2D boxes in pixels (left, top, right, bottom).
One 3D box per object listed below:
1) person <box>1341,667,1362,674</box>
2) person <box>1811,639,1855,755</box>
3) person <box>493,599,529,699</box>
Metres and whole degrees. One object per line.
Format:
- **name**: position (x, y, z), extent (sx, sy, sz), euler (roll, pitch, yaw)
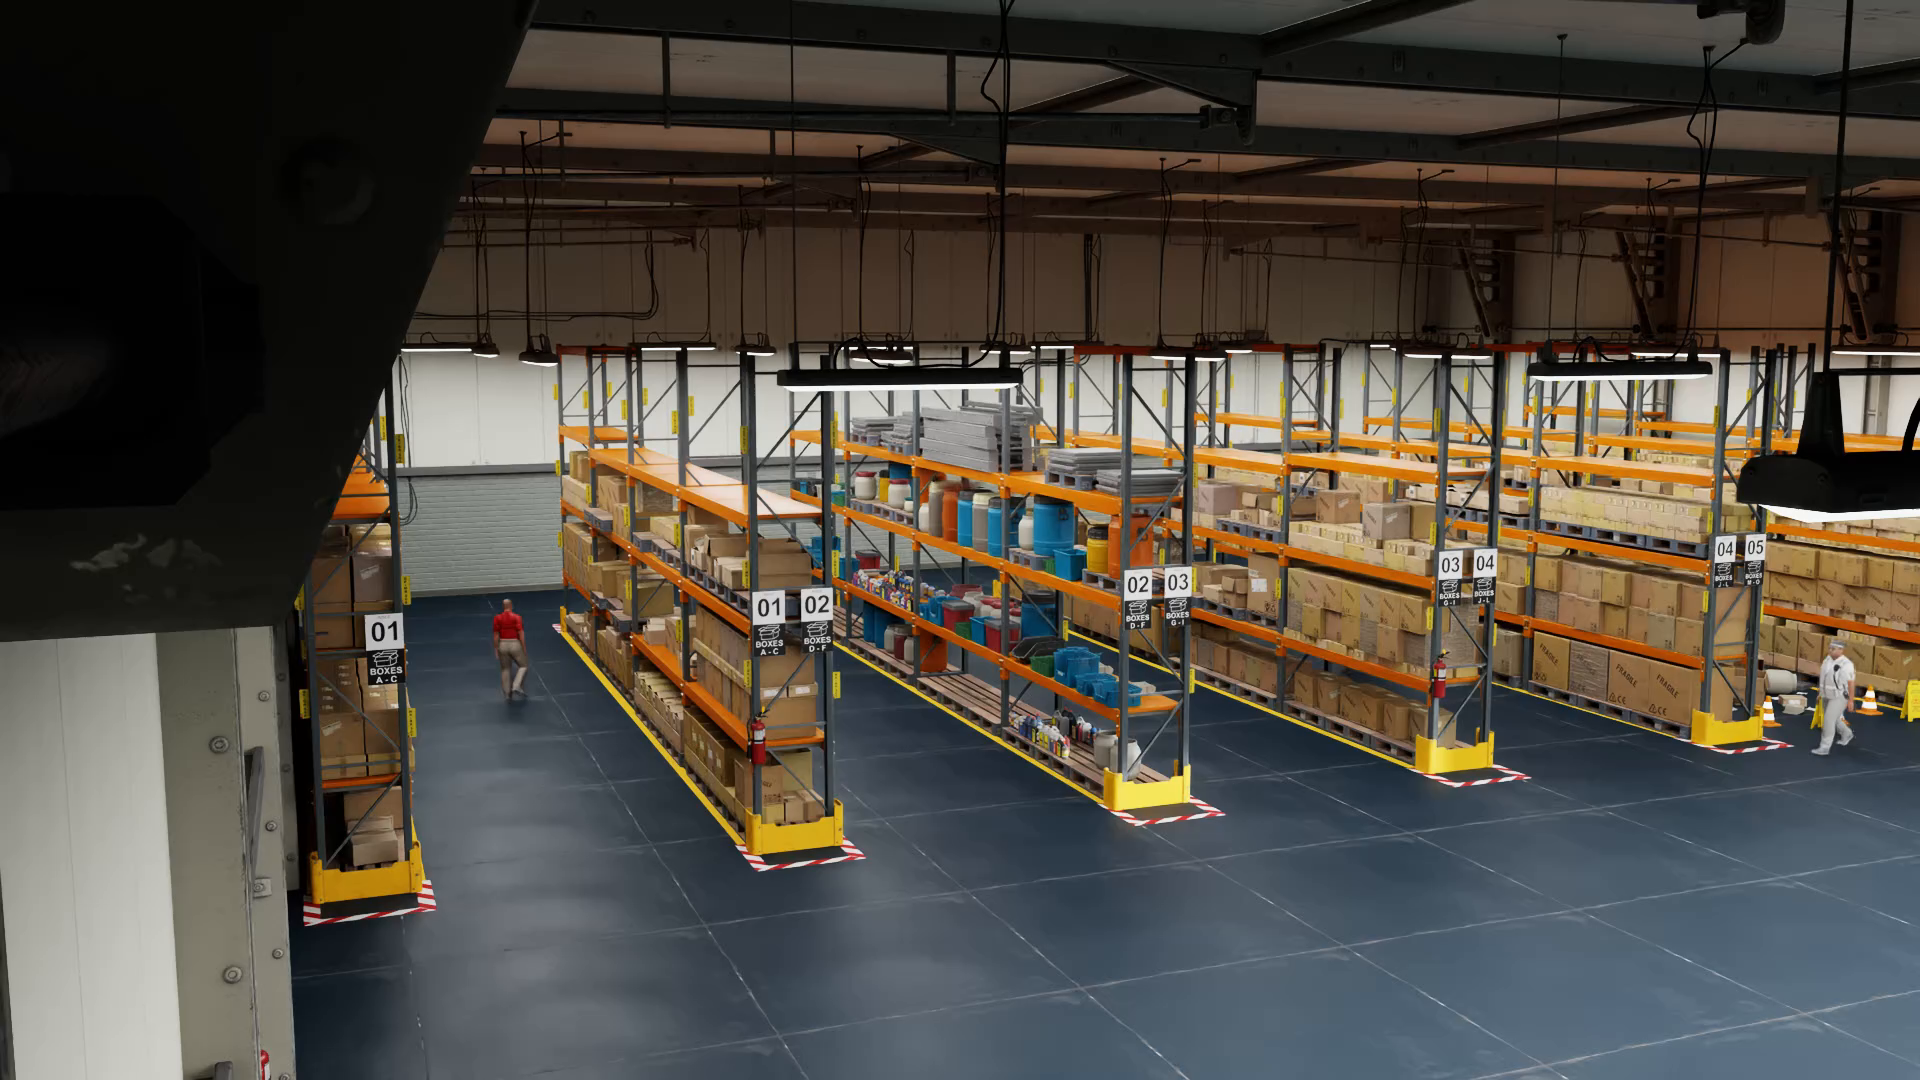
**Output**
- **person**: position (7.215, 1.649, 30.502), extent (0.507, 1.656, 0.518), euler (-2, 8, -18)
- **person**: position (13.093, 2.317, 24.827), extent (1.019, 1.727, 0.539), euler (-3, 8, -21)
- **person**: position (-7.704, 1.869, 28.445), extent (0.576, 1.726, 0.497), euler (1, 7, 7)
